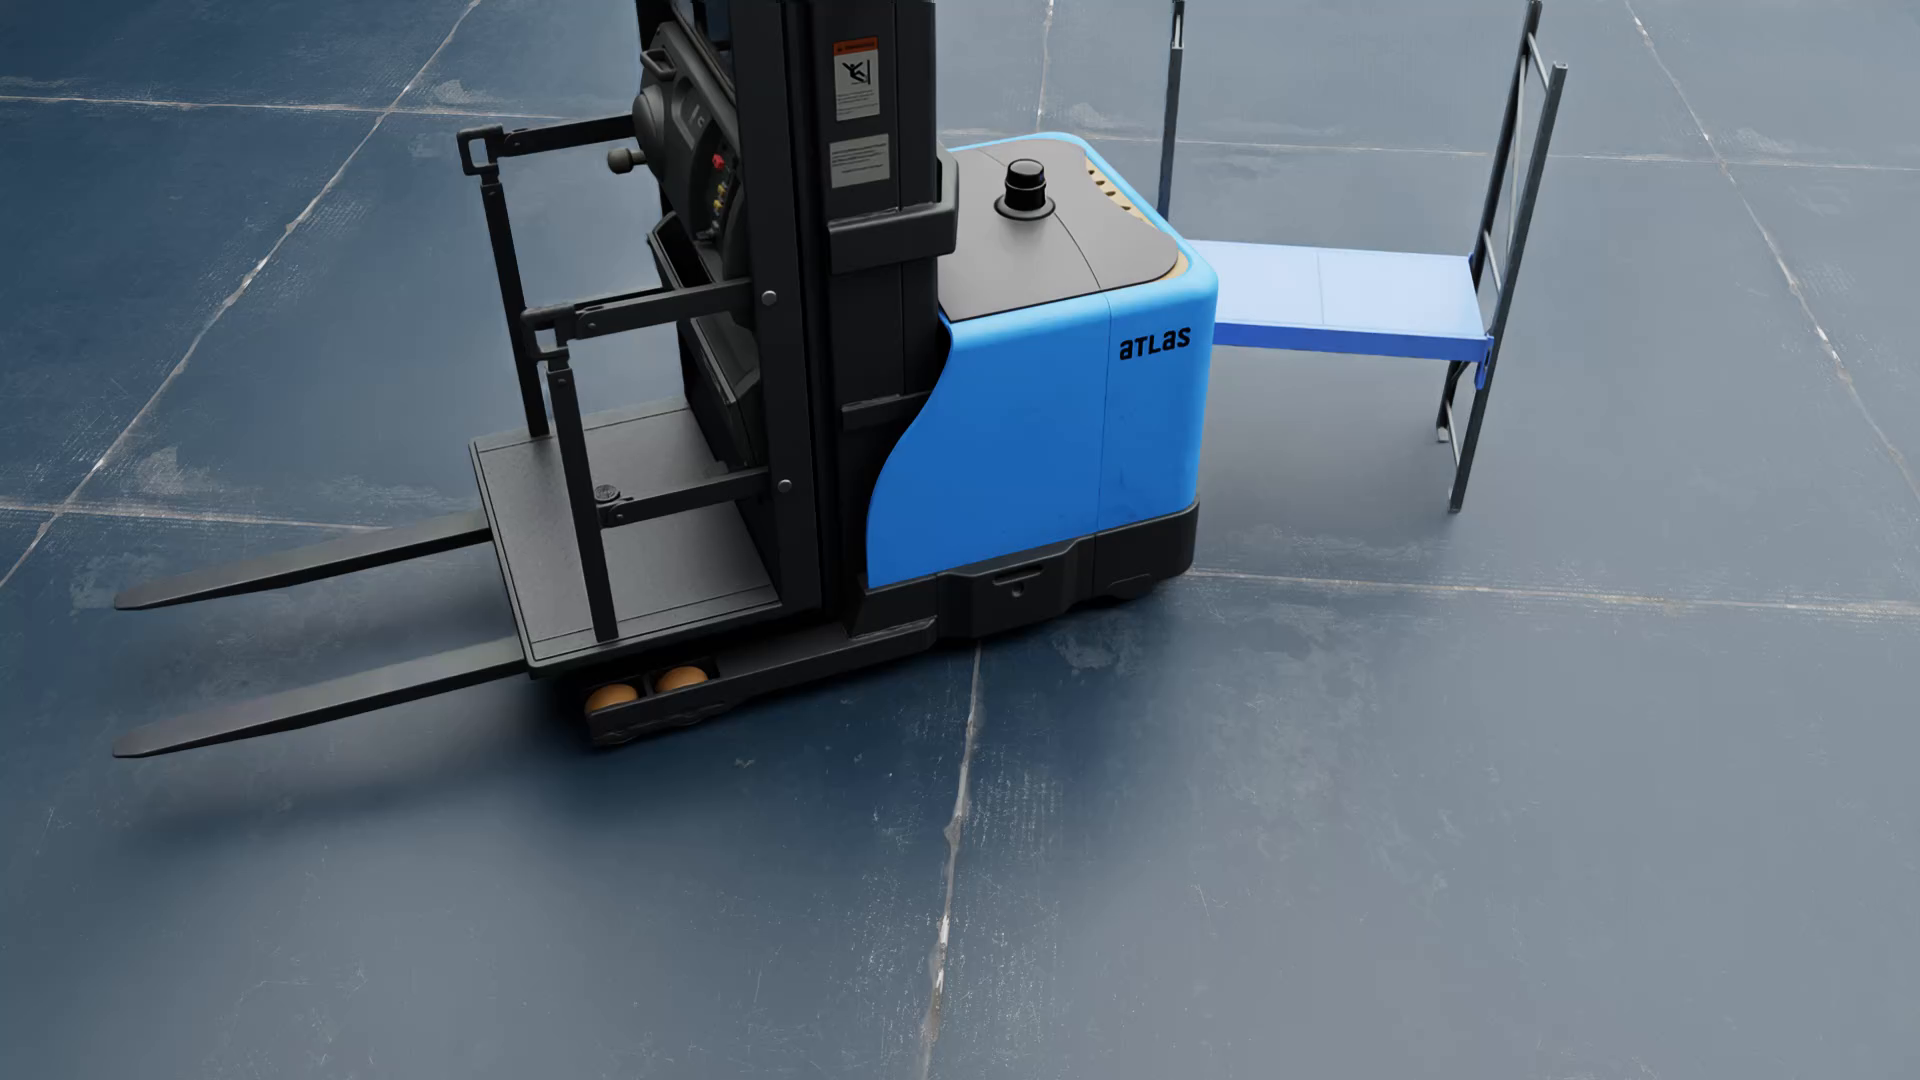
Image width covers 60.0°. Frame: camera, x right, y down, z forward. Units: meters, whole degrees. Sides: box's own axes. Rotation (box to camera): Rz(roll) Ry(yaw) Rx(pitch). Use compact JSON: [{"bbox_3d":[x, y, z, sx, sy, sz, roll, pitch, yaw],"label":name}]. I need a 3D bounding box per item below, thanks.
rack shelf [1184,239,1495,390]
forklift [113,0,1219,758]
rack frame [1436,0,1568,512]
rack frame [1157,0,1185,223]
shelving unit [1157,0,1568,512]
[{"bbox_3d":[1.125,-0.729,5.242,1.000,0.185,0.538,5,39,6],"label":"rack shelf"},{"bbox_3d":[-0.860,-0.956,4.102,3.031,2.935,1.130,-14,41,-16],"label":"forklift"},{"bbox_3d":[1.630,-0.828,5.080,0.032,1.500,0.500,5,39,6],"label":"rack frame"},{"bbox_3d":[0.621,-0.908,5.178,0.032,1.500,0.500,5,39,6],"label":"rack frame"},{"bbox_3d":[1.125,-0.868,5.129,1.048,1.500,0.538,5,39,6],"label":"shelving unit"}]
